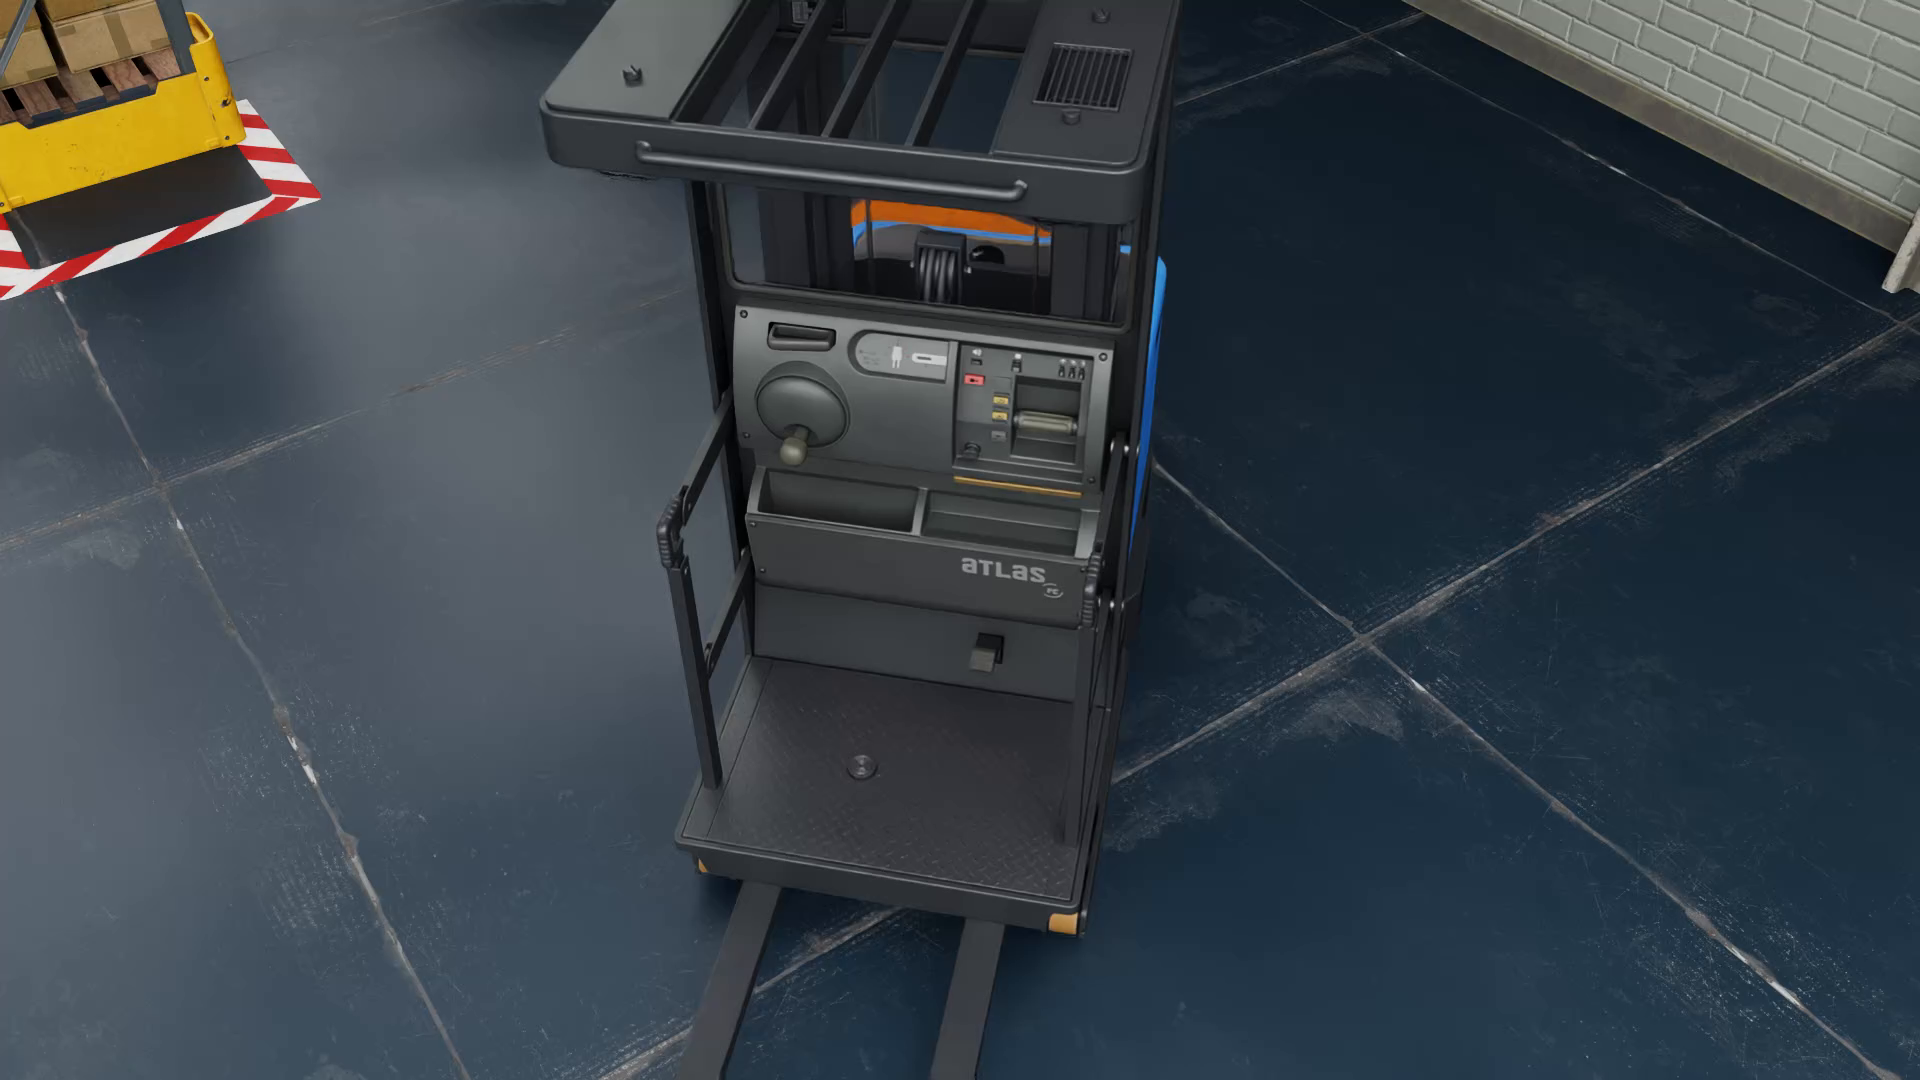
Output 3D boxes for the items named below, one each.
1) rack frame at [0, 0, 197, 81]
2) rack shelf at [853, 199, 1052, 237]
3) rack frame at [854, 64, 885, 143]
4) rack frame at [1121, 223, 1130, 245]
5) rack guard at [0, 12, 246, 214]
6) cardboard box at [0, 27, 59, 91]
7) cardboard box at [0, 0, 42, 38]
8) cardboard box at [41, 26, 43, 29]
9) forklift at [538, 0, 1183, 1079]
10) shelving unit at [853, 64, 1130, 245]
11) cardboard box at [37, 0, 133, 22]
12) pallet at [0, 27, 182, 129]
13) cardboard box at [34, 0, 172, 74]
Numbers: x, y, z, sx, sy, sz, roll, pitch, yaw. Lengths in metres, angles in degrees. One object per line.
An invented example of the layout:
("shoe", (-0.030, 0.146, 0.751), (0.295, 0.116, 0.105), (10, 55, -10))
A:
("rack frame", (-3.816, -2.760, 6.468), (1.000, 3.000, 0.127), (-26, 49, -24))
("rack shelf", (0.011, -0.983, 5.954), (1.000, 0.185, 0.538), (23, 48, 22))
("rack frame", (-0.420, -1.299, 6.024), (0.032, 1.500, 0.500), (23, 48, 22))
("rack frame", (0.443, -0.928, 5.636), (0.032, 1.500, 0.500), (23, 48, 22))
("rack guard", (-3.860, -1.898, 7.377), (1.175, 0.500, 0.348), (-26, 49, -24))
("cardboard box", (-4.513, -2.282, 7.655), (0.500, 0.250, 0.500), (-26, 49, -25))
("cardboard box", (-4.488, -2.539, 7.381), (0.500, 0.500, 0.500), (-25, 49, -24))
("cardboard box", (-4.337, -2.775, 8.172), (0.500, 0.250, 0.500), (-24, 49, -23))
("forklift", (-0.138, -0.255, 3.894), (1.130, 2.935, 3.031), (8, 44, 8))
("shelving unit", (0.004, -1.116, 5.833), (1.083, 1.500, 0.587), (23, 48, 22))
("cardboard box", (-4.065, -2.767, 7.621), (0.500, 0.500, 0.500), (-27, 50, -26))
("pallet", (-4.295, -2.268, 7.973), (1.003, 0.211, 1.213), (-26, 49, -24))
("cardboard box", (-4.051, -2.483, 7.866), (0.500, 0.250, 0.500), (-26, 49, -25))
